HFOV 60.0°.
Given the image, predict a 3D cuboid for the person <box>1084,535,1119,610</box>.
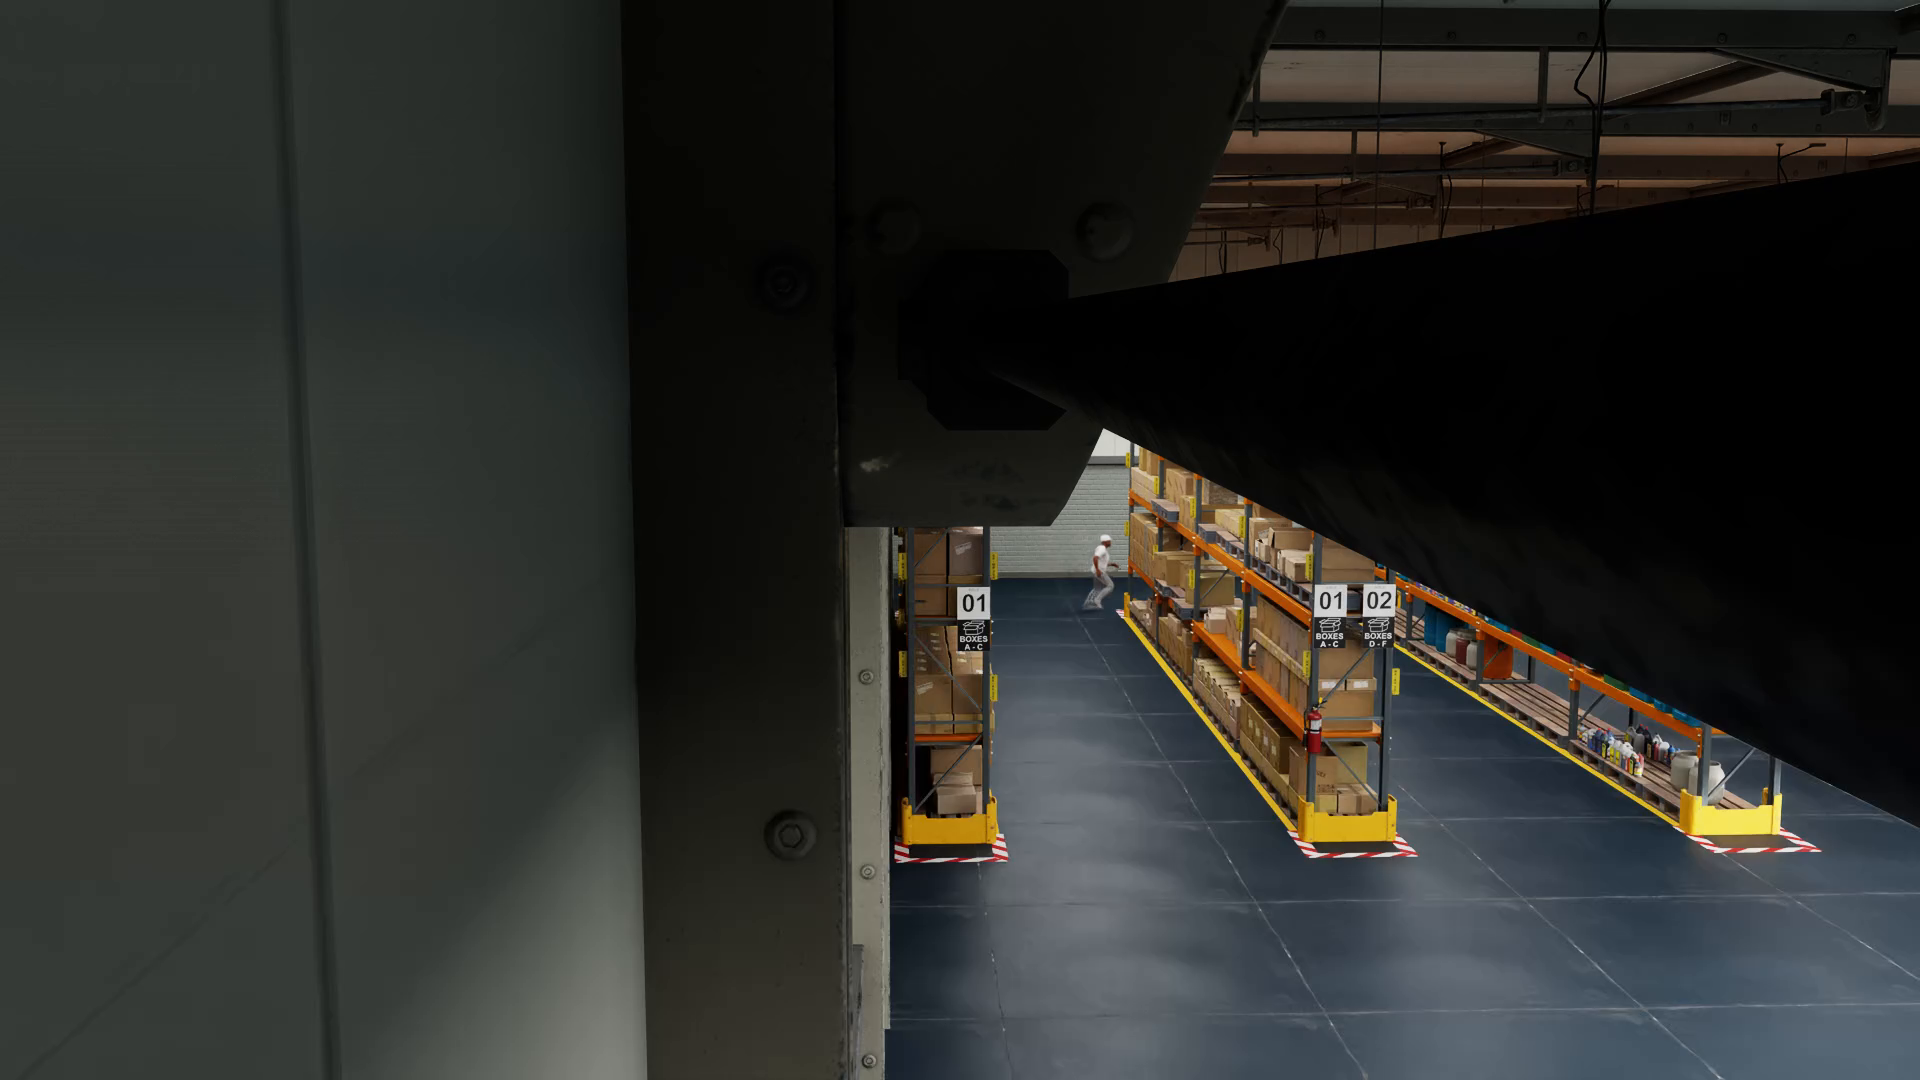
[{"bbox_3d":[3.184,0.722,37.231,0.836,1.679,0.712,-1,7,-7],"label":"person"}]
